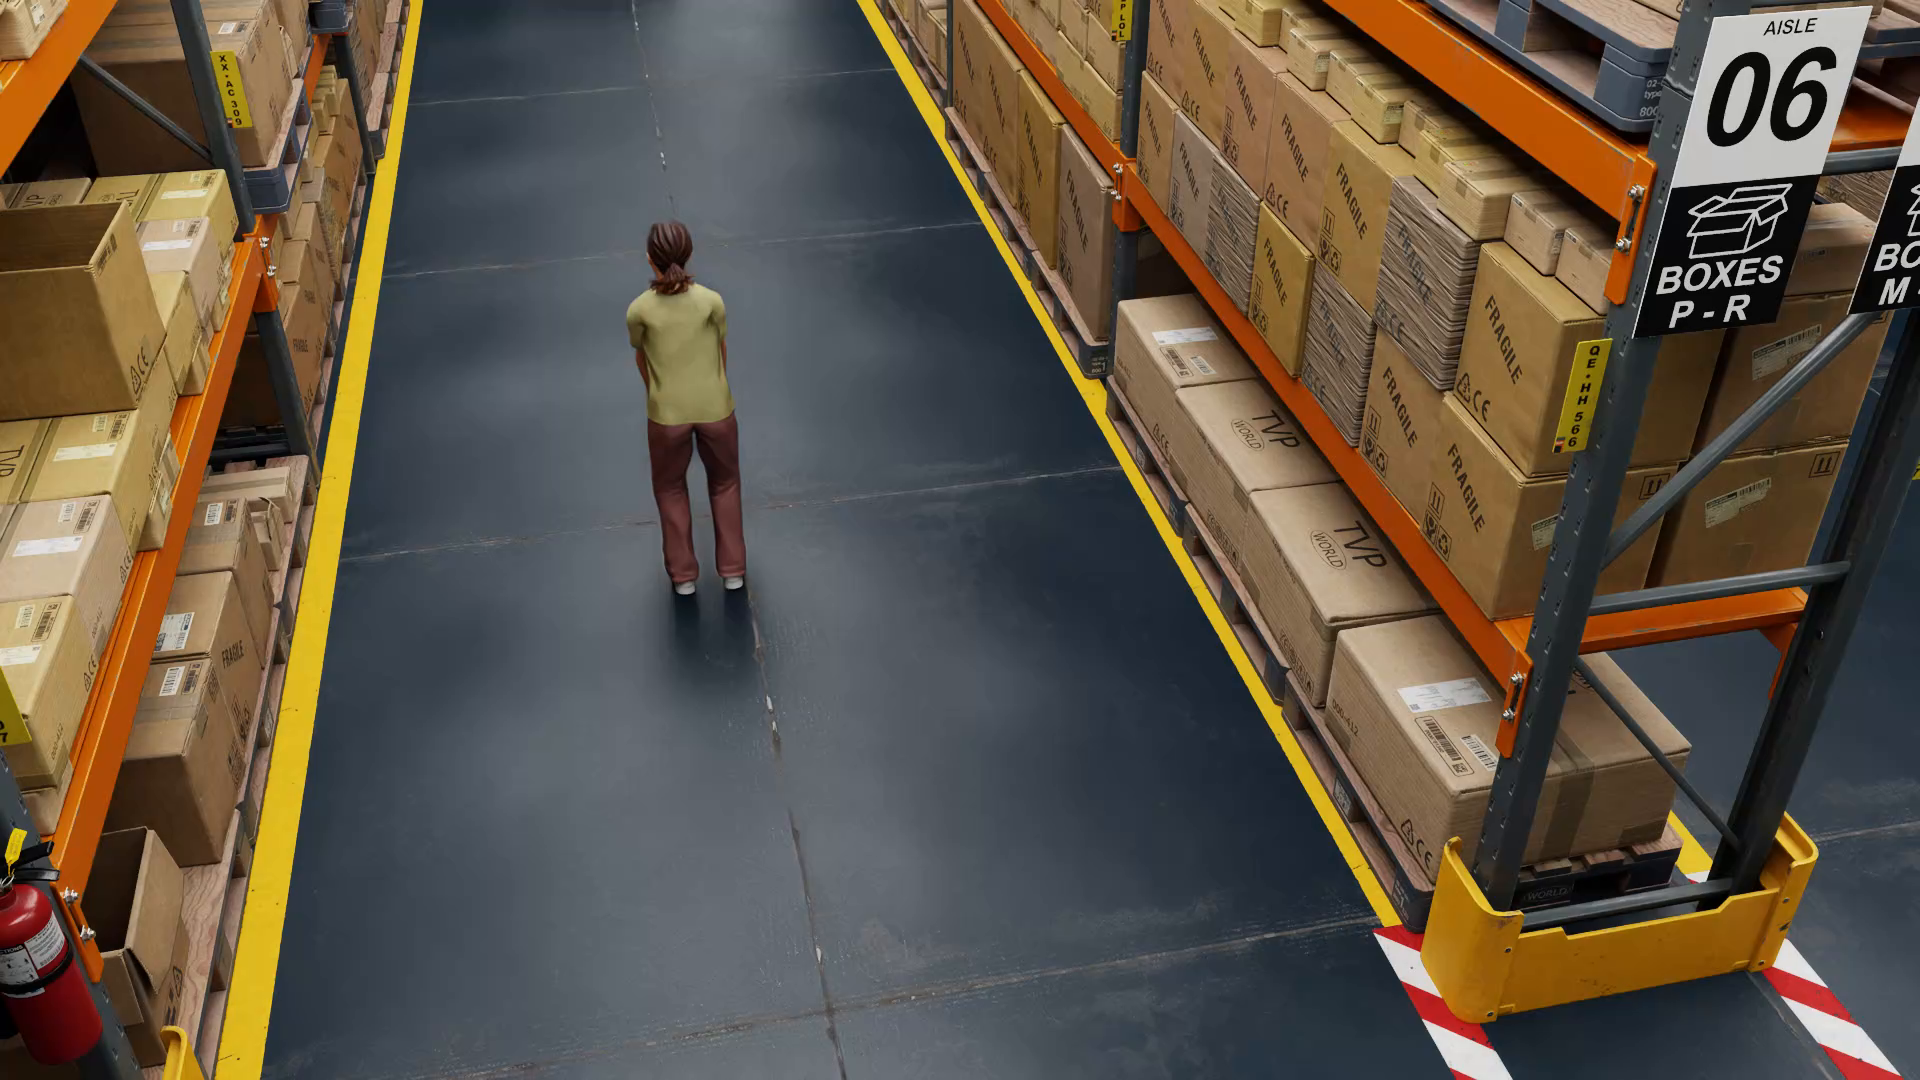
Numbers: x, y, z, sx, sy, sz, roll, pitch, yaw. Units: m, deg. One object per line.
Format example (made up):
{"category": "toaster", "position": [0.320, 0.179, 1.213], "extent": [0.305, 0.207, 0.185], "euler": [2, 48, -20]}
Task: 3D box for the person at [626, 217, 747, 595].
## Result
{"category": "person", "position": [-1.149, -0.562, 6.986], "extent": [0.407, 1.656, 0.520], "euler": [-8, 35, -11]}
